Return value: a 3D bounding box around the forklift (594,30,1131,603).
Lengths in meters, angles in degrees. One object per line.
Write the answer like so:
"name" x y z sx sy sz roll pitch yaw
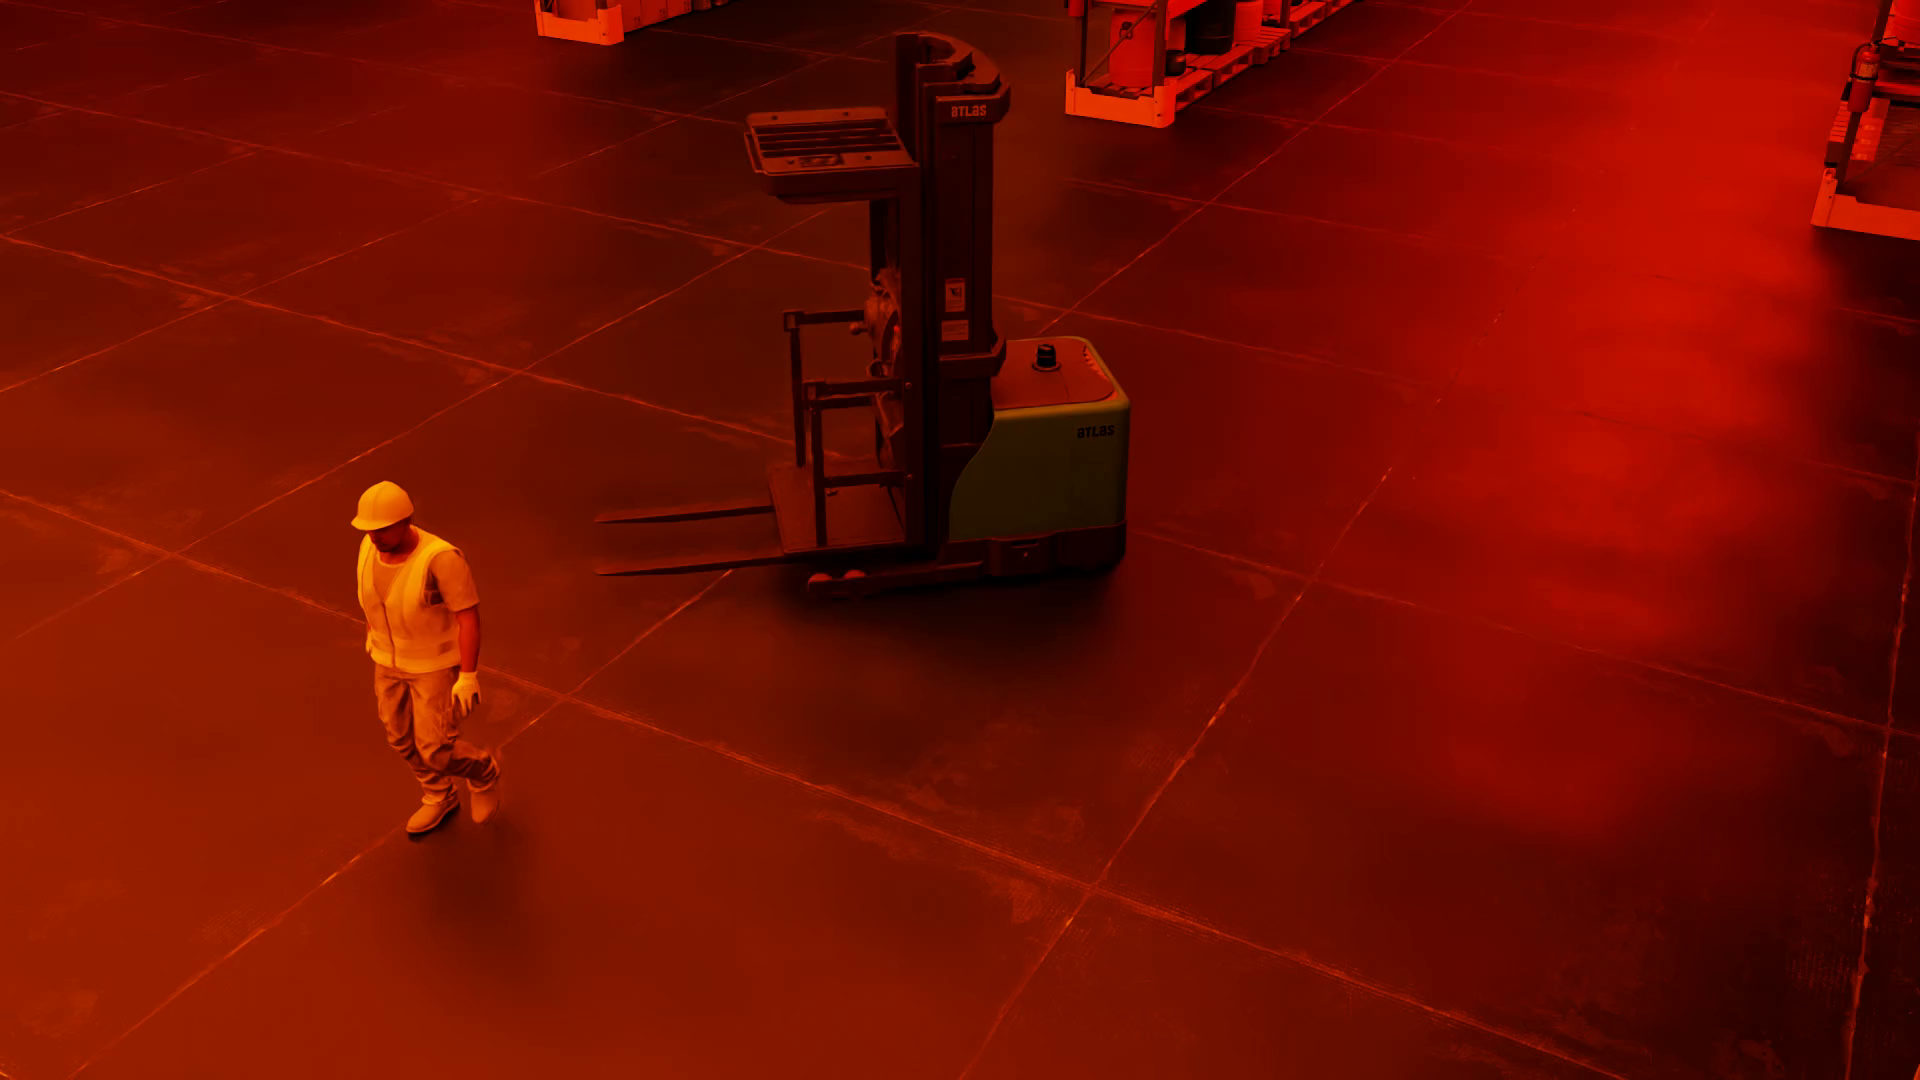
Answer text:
"forklift" -0.606 -1.200 9.149 3.031 2.935 1.130 -6 30 -10

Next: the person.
"person" -2.384 0.548 7.290 0.731 1.764 0.467 12 32 20
